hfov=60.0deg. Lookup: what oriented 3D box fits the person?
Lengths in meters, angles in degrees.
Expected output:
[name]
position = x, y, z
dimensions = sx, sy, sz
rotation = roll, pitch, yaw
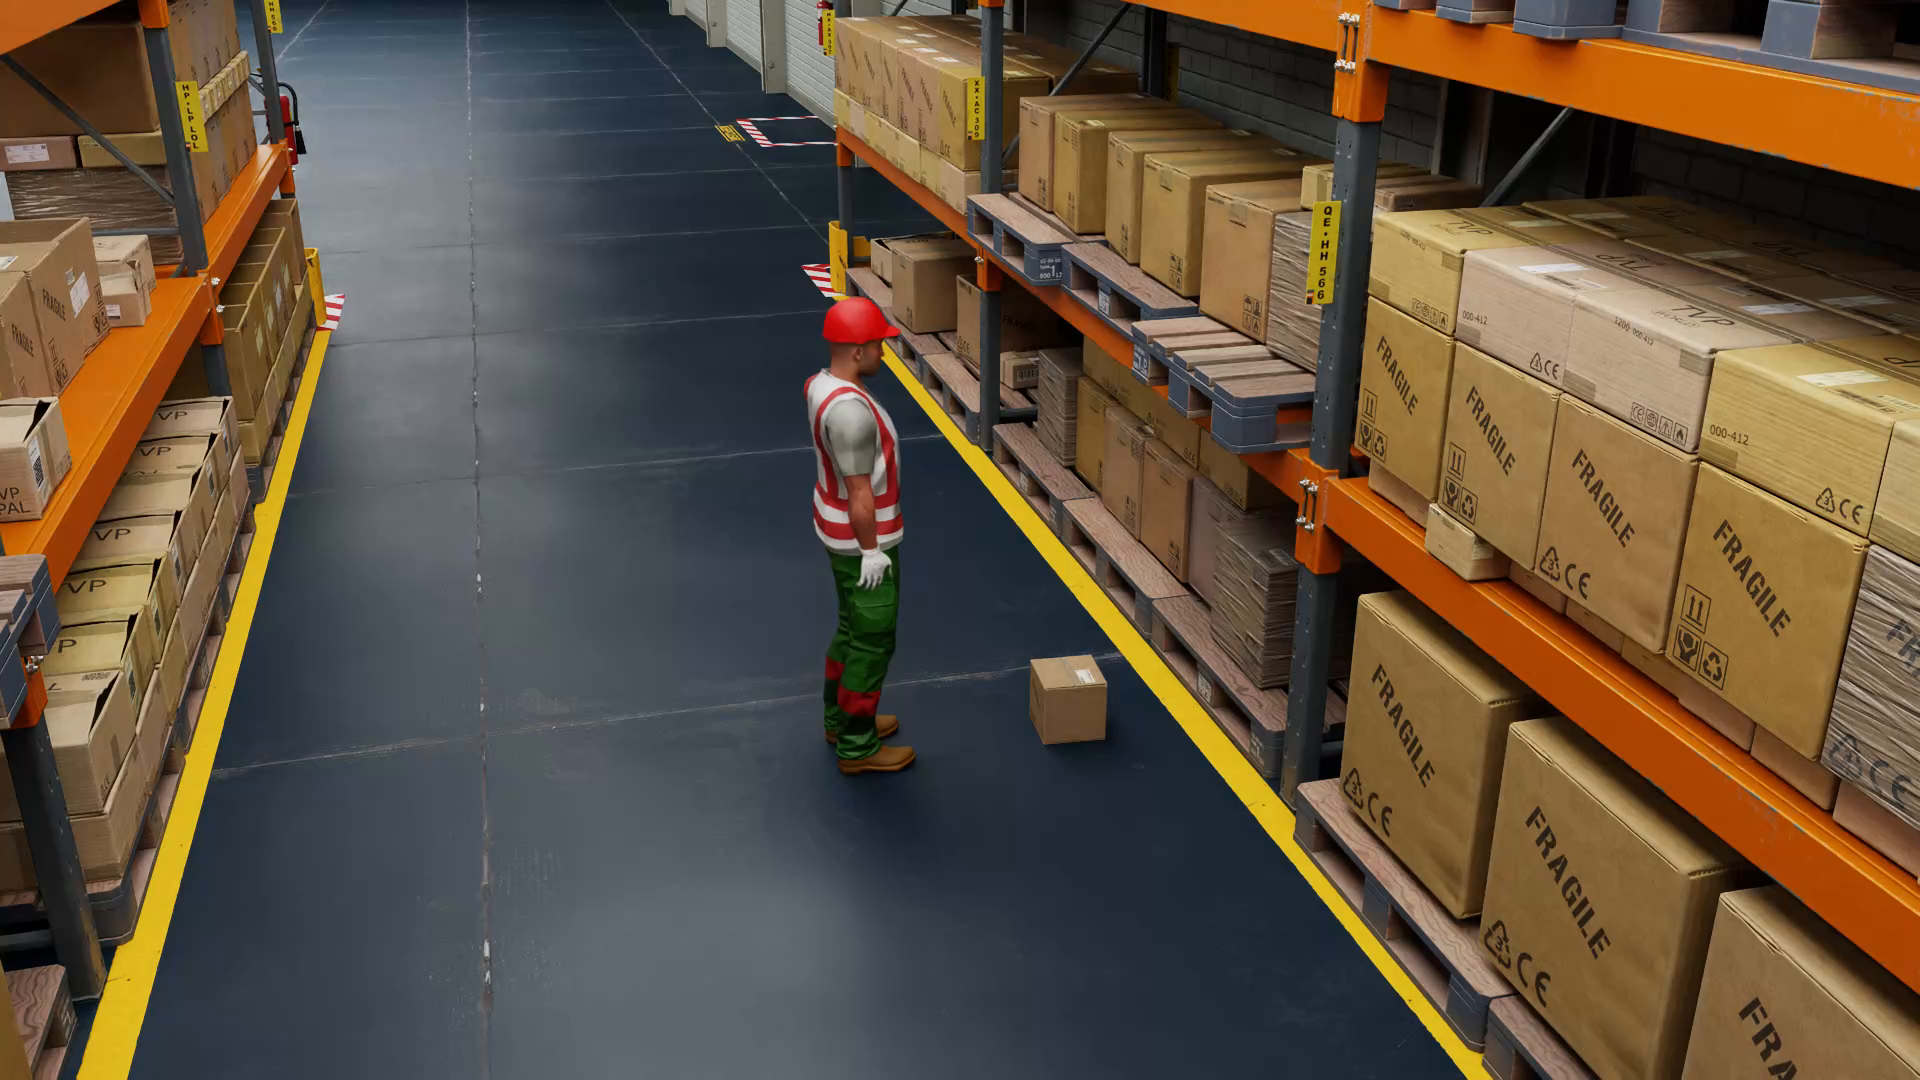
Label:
[person]
position = -0.370, -0.013, 6.104
dimensions = 0.344, 1.780, 0.527
rotation = -6, 23, -13
